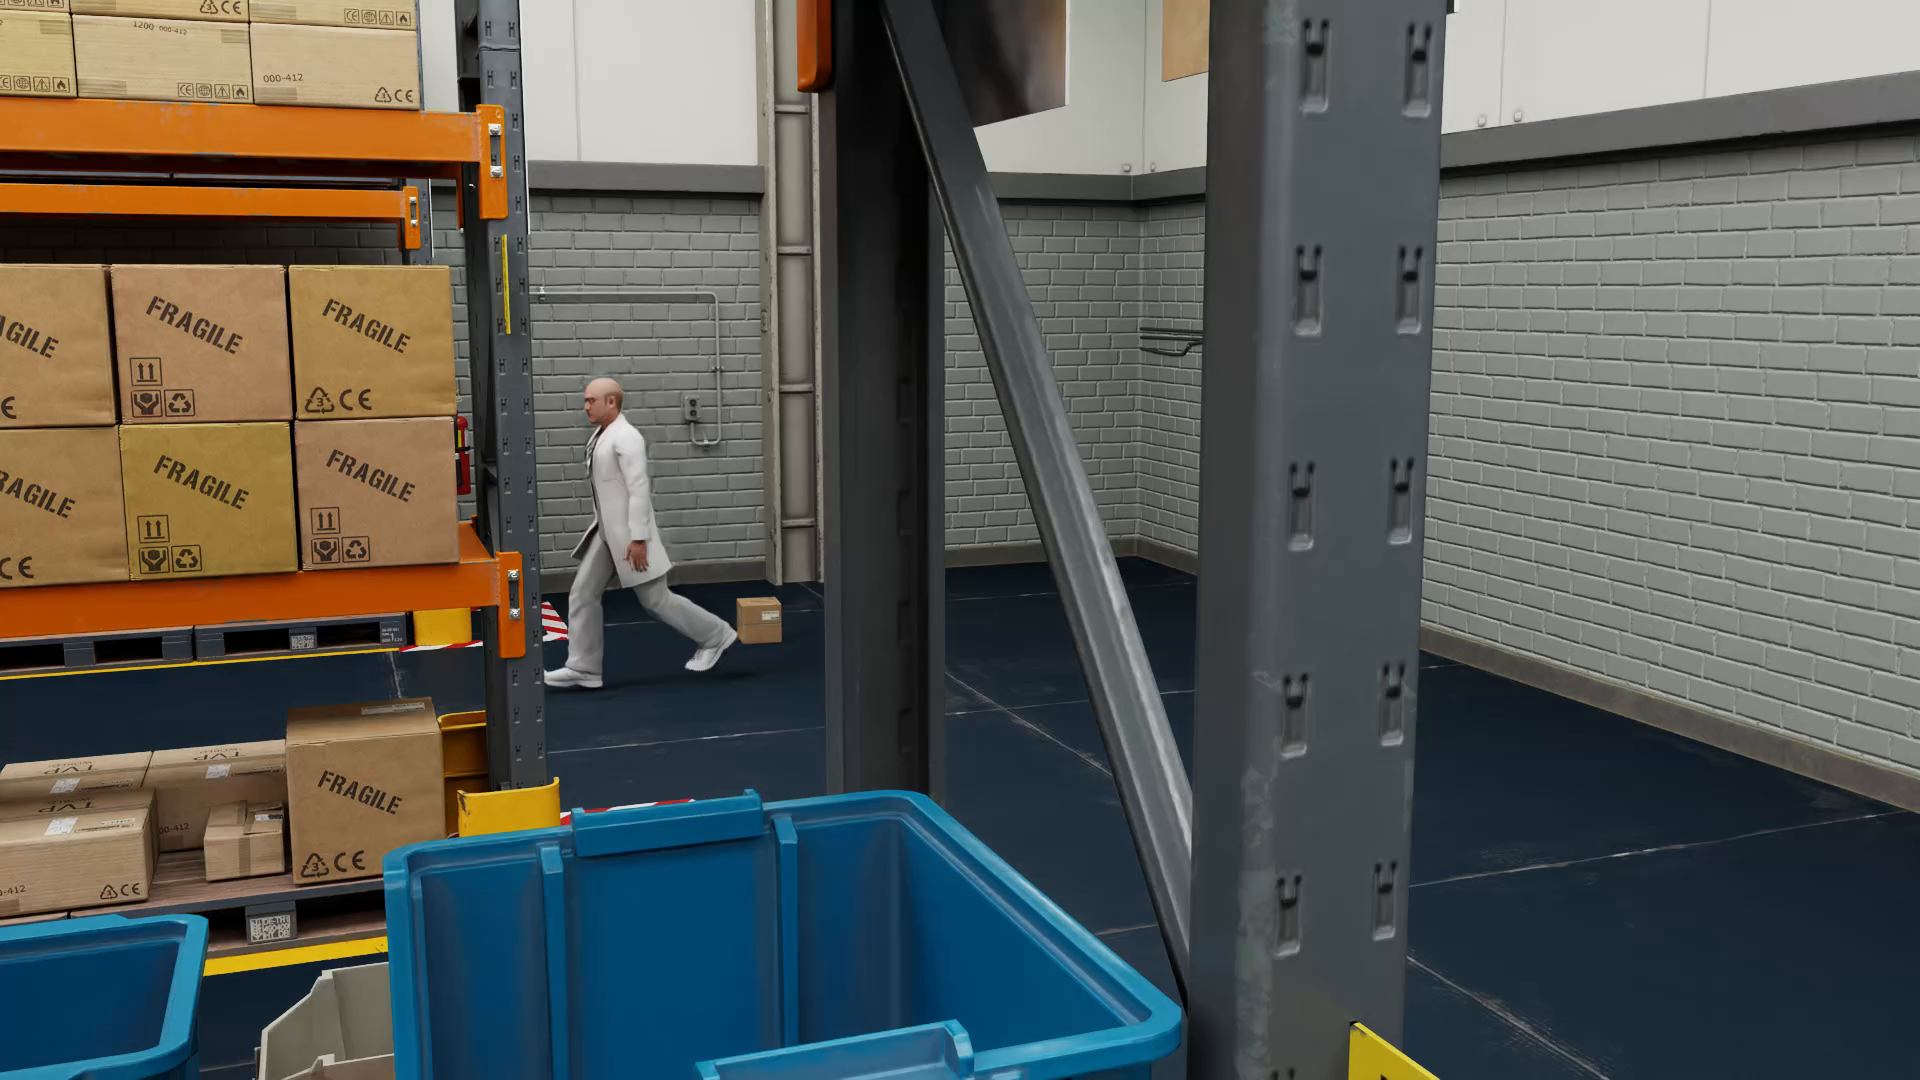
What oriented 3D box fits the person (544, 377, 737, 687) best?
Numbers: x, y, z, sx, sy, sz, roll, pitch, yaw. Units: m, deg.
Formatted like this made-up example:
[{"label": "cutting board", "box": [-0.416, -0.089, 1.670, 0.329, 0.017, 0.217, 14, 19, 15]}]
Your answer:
[{"label": "person", "box": [-1.797, -0.042, 9.250, 1.127, 1.725, 0.589, -6, 10, -32]}]
